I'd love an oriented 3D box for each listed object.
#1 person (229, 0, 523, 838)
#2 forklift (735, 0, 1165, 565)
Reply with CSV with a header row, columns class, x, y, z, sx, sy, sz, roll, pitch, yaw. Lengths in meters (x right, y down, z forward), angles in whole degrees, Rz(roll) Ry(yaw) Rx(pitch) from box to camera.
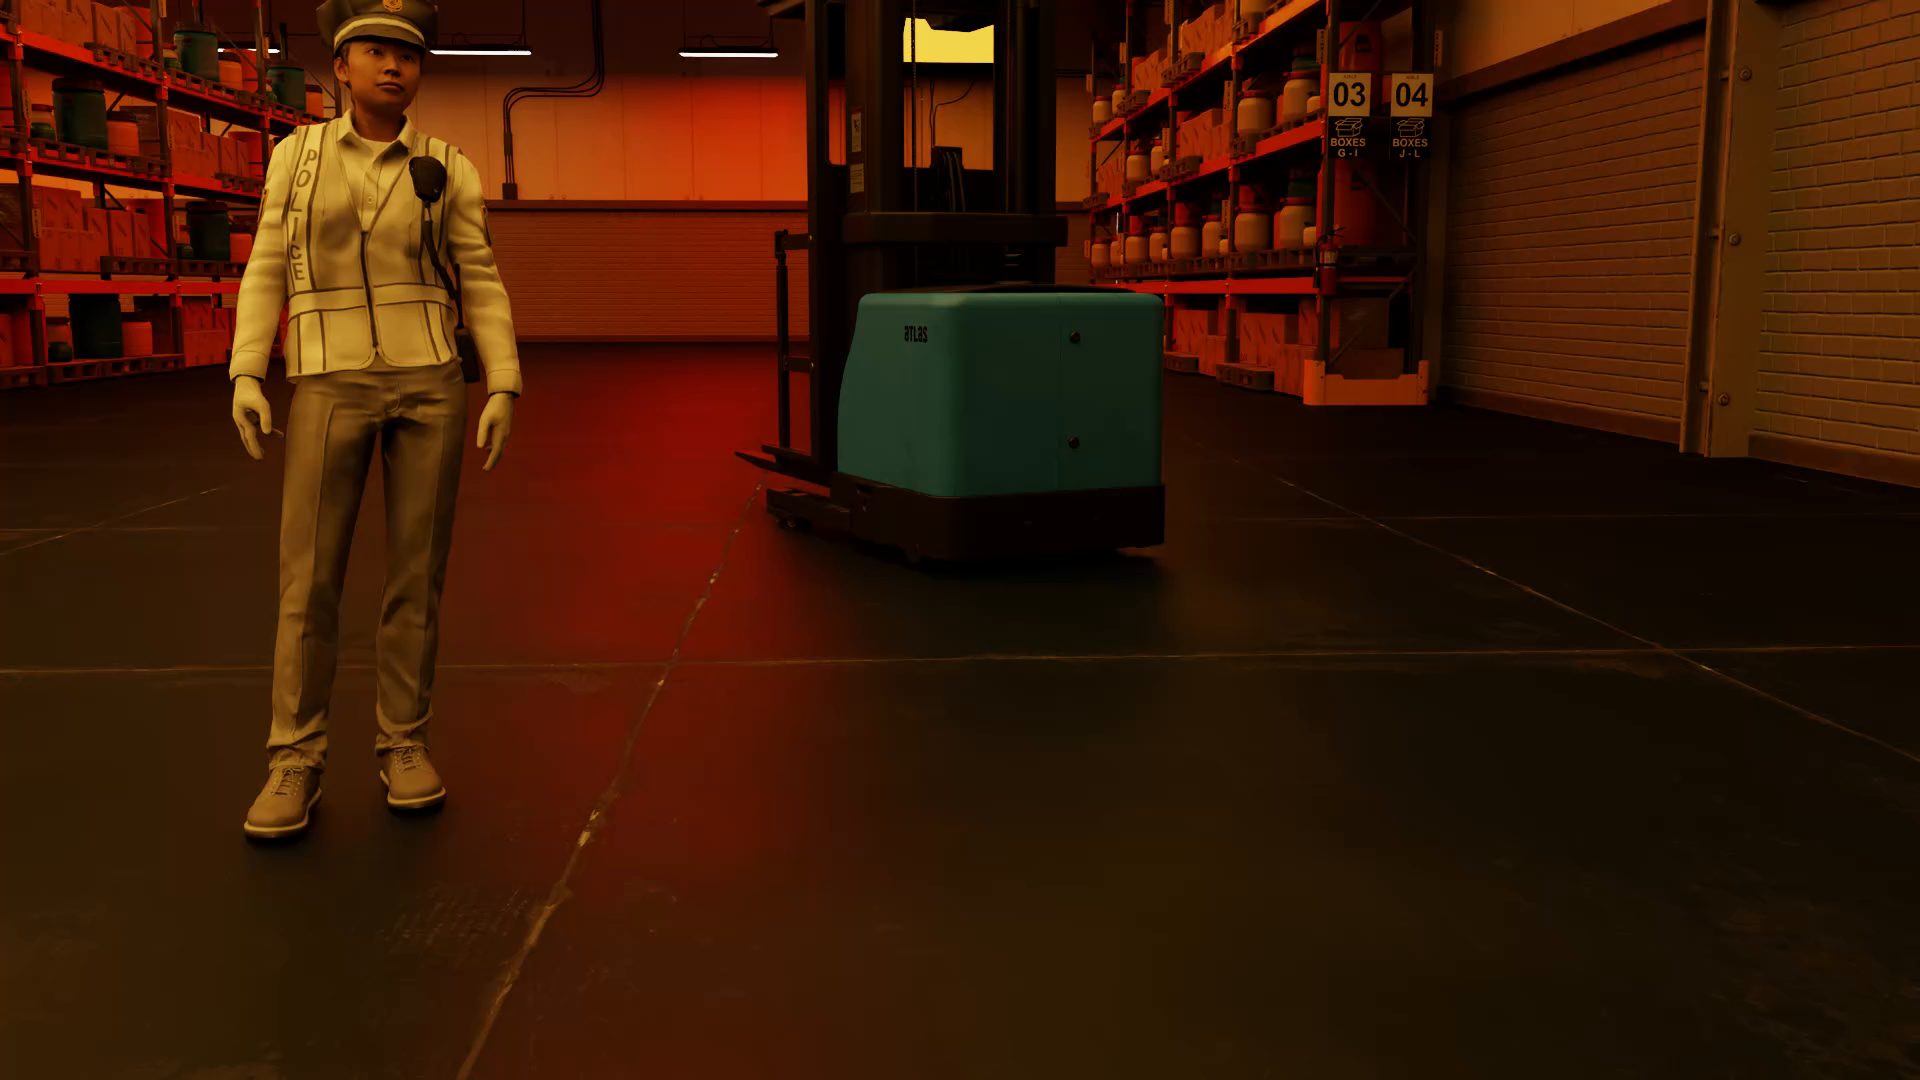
class,x,y,z,sx,sy,sz,roll,pitch,yaw
person,-1.206,-0.291,3.450,0.588,1.694,0.530,-3,9,-19
forklift,-0.264,-1.530,7.637,1.130,2.935,3.031,-4,9,-25
